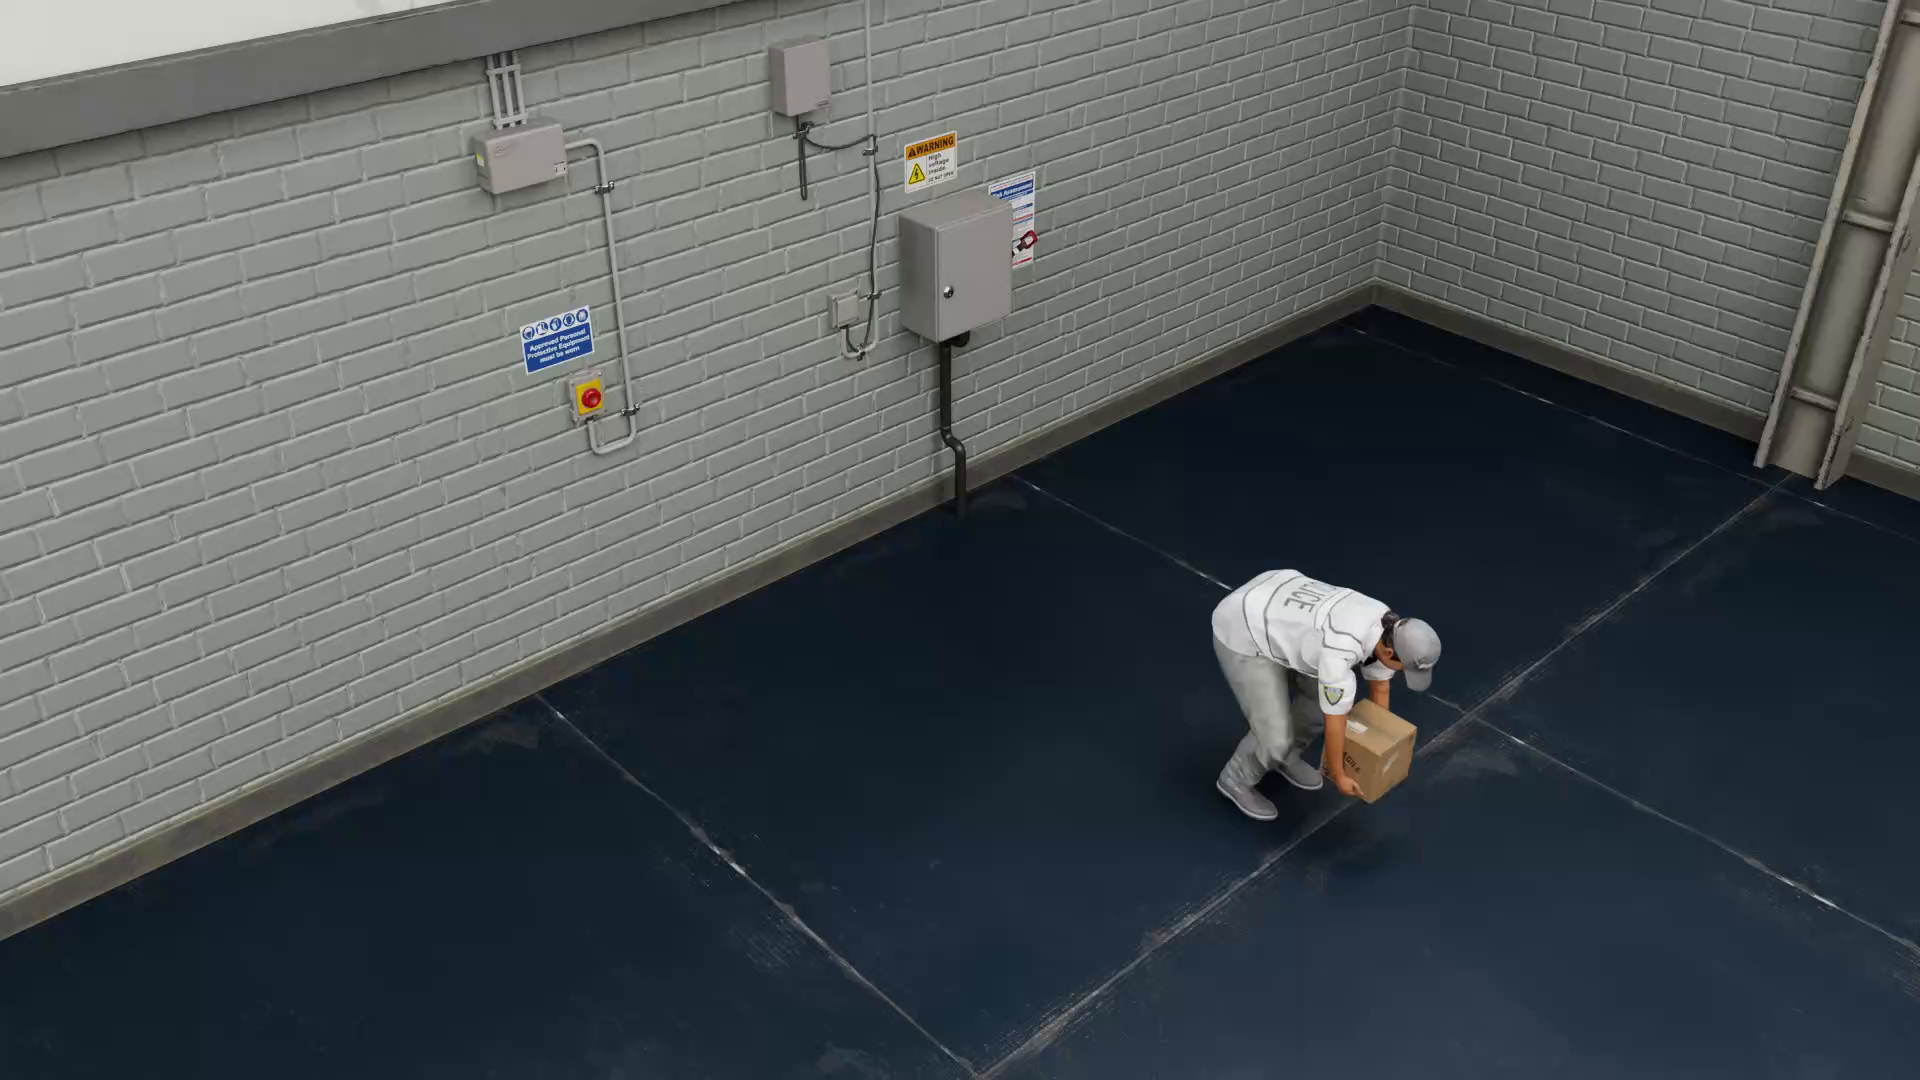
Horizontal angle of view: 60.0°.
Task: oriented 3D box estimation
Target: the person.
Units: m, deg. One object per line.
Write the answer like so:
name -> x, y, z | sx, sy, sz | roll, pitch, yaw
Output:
person -> 1.424, 0.644, 6.629 | 0.929, 1.111, 0.501 | 28, 41, 37
